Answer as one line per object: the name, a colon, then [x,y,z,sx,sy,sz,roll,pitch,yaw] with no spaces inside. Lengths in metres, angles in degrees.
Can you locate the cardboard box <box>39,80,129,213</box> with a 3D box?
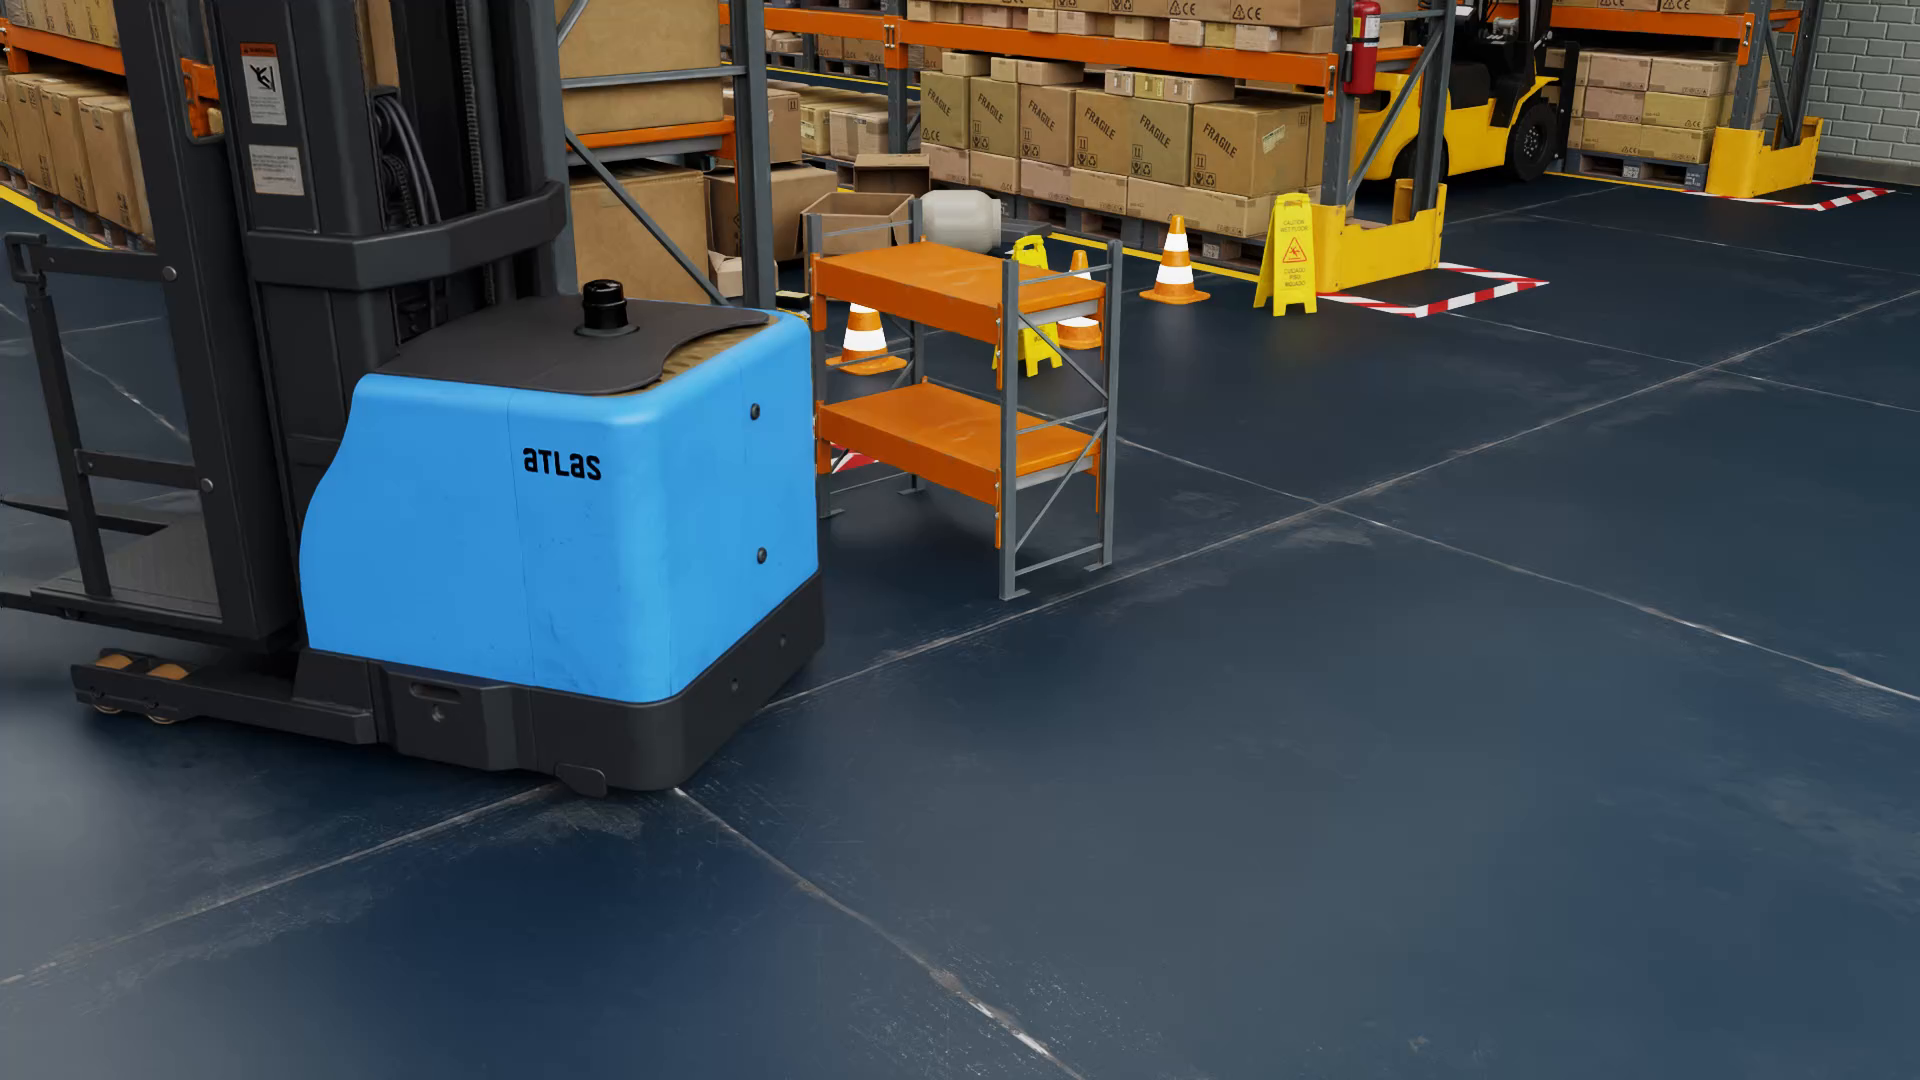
cardboard box: [-5.511,-2.706,11.288,1.050,0.750,0.750,-17,27,-37]

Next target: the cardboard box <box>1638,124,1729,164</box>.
cardboard box: [5.704,-3.137,13.074,0.500,0.250,0.500,-17,27,-37]

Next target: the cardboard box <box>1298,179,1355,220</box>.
cardboard box: [2.175,-2.188,10.652,0.500,0.250,0.500,-18,28,-38]

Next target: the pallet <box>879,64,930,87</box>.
pallet: [-0.223,-5.631,20.071,1.003,0.211,1.213,-17,27,-37]

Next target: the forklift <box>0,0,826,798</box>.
forklift: [-1.979,-1.020,4.569,3.031,2.935,1.130,7,23,18]

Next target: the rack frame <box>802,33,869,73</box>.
rack frame: [-1.583,-7.482,20.974,1.000,3.000,0.127,-17,27,-37]

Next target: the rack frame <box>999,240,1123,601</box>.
rack frame: [0.327,-0.385,5.425,0.500,1.125,0.032,-17,27,-37]

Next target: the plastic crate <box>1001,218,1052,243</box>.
plastic crate: [0.285,-2.101,11.238,0.583,0.080,0.402,12,24,27]

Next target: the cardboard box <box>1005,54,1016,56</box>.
cardboard box: [0.589,-5.474,18.699,0.500,0.500,0.500,-16,27,-36]

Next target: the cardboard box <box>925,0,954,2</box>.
cardboard box: [-0.043,-4.086,11.759,0.500,0.500,0.500,-18,27,-38]

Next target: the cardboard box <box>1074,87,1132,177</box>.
cardboard box: [1.104,-2.692,10.911,0.500,0.500,0.500,-18,28,-39]

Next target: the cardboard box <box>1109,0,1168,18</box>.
cardboard box: [1.282,-3.532,10.344,0.500,0.500,0.500,-18,27,-38]

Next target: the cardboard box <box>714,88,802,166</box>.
cardboard box: [-1.448,-2.846,11.526,0.500,0.500,0.500,-17,27,-37]

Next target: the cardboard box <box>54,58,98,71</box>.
cardboard box: [-6.681,-3.617,12.929,0.500,0.250,0.500,-19,28,-40]

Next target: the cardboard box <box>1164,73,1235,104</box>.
cardboard box: [1.481,-2.795,10.284,0.380,0.149,0.250,-16,27,-36]

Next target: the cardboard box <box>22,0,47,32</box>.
cardboard box: [-5.991,-3.706,11.197,0.500,0.500,0.500,-18,28,-38]

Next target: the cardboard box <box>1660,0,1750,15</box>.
cardboard box: [5.730,-4.287,12.679,0.500,0.500,0.500,-18,28,-39]

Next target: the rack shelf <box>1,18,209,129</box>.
rack shelf: [-5.108,-3.100,10.773,1.077,0.370,4.000,-17,27,-37]

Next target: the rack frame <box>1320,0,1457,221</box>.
rack frame: [2.492,-2.984,9.490,1.000,3.000,0.127,-17,27,-37]

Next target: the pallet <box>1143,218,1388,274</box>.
pallet: [1.939,-1.939,10.646,1.003,0.211,1.213,-17,27,-37]

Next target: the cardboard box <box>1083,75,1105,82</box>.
cardboard box: [1.138,-2.973,11.628,0.500,0.500,0.500,-16,26,-35]

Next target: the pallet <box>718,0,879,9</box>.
pallet: [-1.407,-4.568,13.796,1.003,0.211,1.213,-17,27,-37]

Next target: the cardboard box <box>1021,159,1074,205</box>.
cardboard box: [0.767,-2.486,11.414,0.500,0.250,0.500,-18,28,-38]

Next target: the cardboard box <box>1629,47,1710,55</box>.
cardboard box: [5.751,-3.863,13.556,0.500,0.250,0.500,-17,27,-37]

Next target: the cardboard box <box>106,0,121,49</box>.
cardboard box: [-4.676,-3.150,9.775,0.500,0.500,0.500,-18,28,-38]

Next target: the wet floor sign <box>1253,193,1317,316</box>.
wet floor sign: [1.806,-1.581,9.135,0.267,0.644,0.232,-8,23,-19]

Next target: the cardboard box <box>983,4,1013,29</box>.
cardboard box: [0.380,-3.609,11.429,0.380,0.149,0.250,-16,27,-36]

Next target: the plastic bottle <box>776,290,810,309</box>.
plastic bottle: [-0.979,-1.359,9.371,0.283,0.061,0.133,12,24,27]

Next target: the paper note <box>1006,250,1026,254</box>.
paper note: [0.385,-1.859,10.689,0.148,0.019,0.142,12,24,27]

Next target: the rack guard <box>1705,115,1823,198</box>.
rack guard: [6.266,-2.996,12.948,1.175,0.500,0.348,-17,27,-37]

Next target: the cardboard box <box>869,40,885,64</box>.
cardboard box: [-0.760,-6.043,20.151,0.500,0.500,0.500,-18,28,-39]

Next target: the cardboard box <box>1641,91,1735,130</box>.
cardboard box: [5.696,-3.375,12.996,0.500,0.250,0.500,-18,28,-38]

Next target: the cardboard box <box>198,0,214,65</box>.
cardboard box: [-3.553,-2.854,8.951,0.875,0.550,0.550,-17,27,-37]

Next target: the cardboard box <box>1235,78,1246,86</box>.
cardboard box: [2.789,-4.719,16.601,0.875,0.625,0.625,-18,28,-38]

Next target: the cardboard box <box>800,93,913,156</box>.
cardboard box: [-0.935,-3.403,13.587,0.950,0.372,0.625,-15,26,-34]

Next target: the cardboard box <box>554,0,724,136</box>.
cardboard box: [-1.468,-1.939,6.617,0.875,0.550,0.550,-17,27,-37]

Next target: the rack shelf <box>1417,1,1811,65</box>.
rack shelf: [4.945,-4.384,14.051,1.077,0.370,4.000,-17,27,-37]

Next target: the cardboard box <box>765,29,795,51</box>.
cardboard box: [-2.402,-6.587,21.862,0.396,0.266,0.258,-16,27,-36]

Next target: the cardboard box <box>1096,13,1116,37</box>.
cardboard box: [1.103,-3.346,10.759,0.380,0.149,0.250,-17,27,-37]

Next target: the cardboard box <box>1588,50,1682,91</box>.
cardboard box: [5.375,-3.740,13.244,0.500,0.250,0.500,-17,27,-36]

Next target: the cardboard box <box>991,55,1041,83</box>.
cardboard box: [0.435,-3.238,11.415,0.380,0.149,0.250,-16,27,-35]

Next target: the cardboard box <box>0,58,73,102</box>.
cardboard box: [-7.059,-3.495,12.619,0.500,0.250,0.500,-18,28,-39]

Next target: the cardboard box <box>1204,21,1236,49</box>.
cardboard box: [1.685,-3.039,9.974,0.380,0.149,0.250,-18,28,-38]

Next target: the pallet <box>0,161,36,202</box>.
pallet: [-6.923,-2.906,13.114,1.003,0.211,1.213,-17,27,-37]

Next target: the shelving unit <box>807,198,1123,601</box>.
shelving unit: [-0.004,-0.526,5.784,0.538,1.125,1.048,-17,27,-37]
